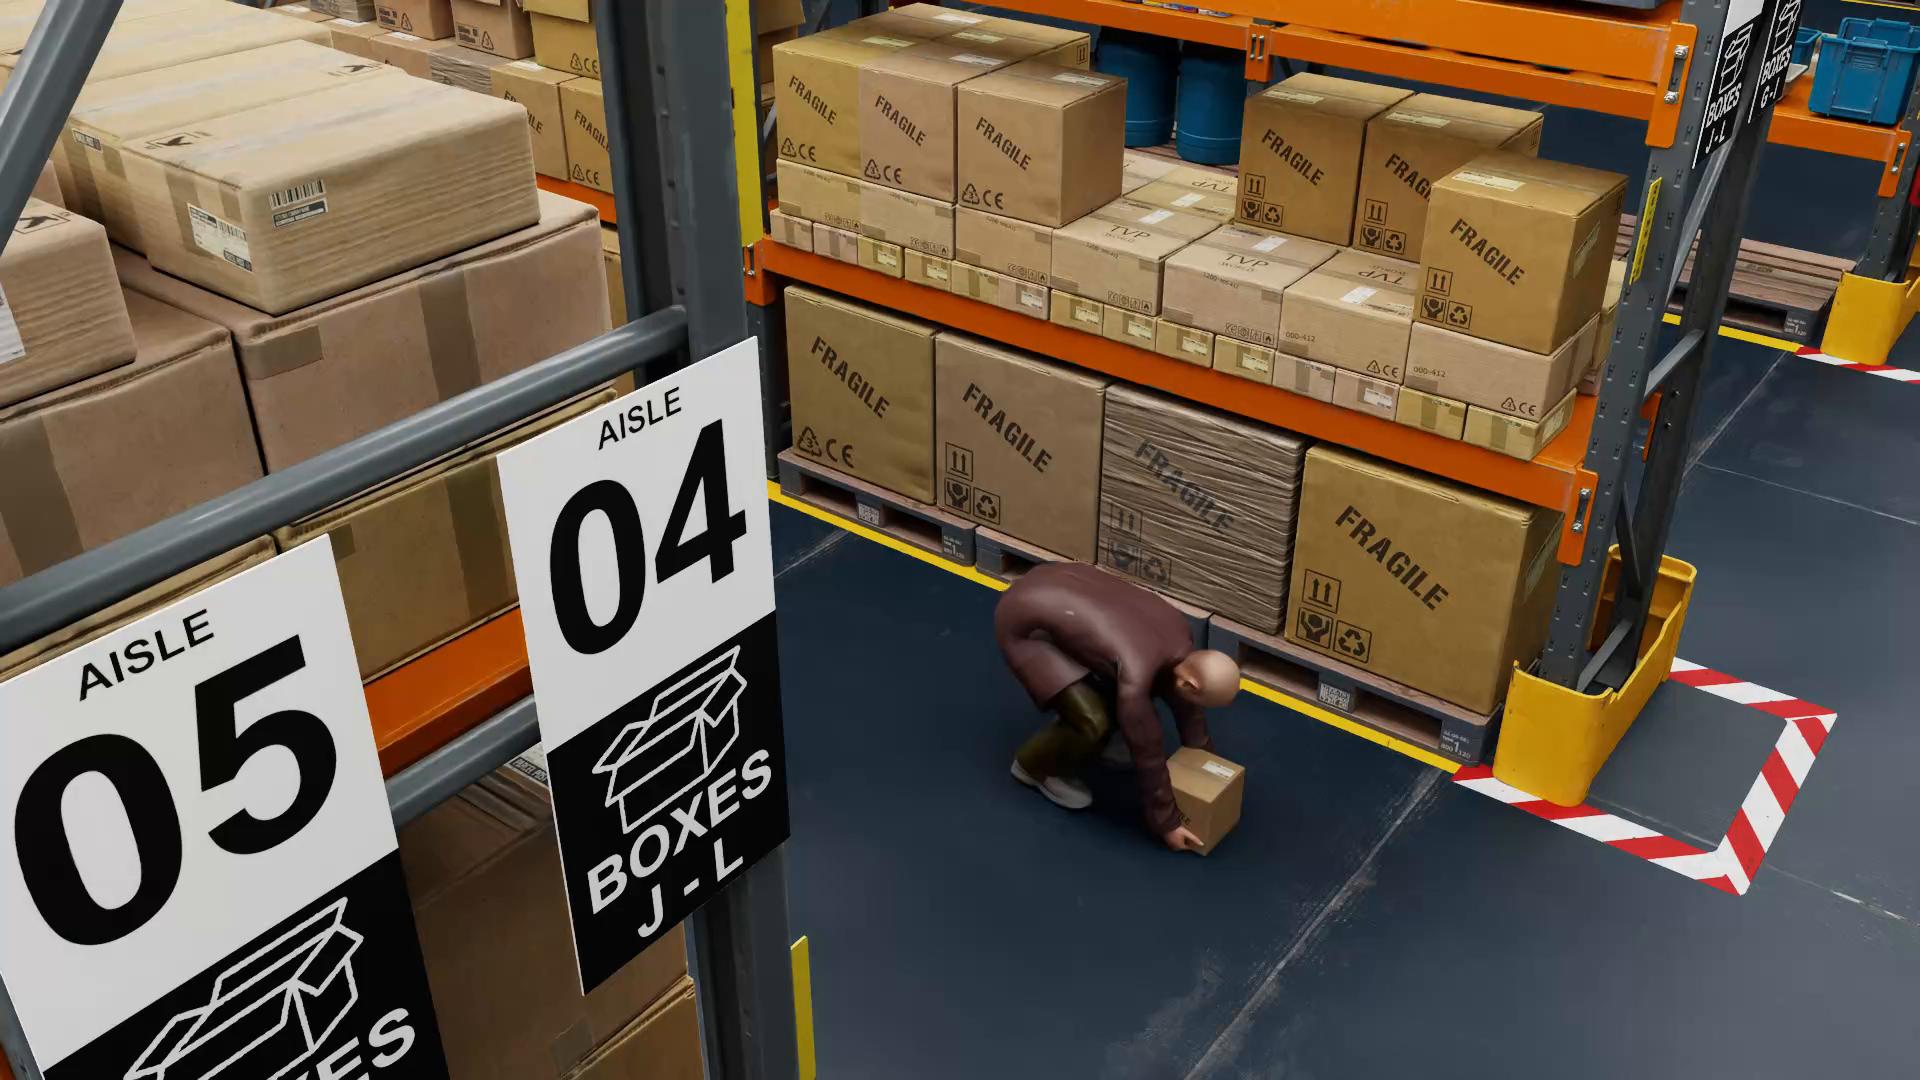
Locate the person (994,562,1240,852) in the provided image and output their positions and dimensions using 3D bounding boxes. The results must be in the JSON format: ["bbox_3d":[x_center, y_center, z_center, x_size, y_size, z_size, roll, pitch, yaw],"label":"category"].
[{"bbox_3d":[0.556,0.573,6.060,0.961,0.910,0.561,20,36,30],"label":"person"}]
